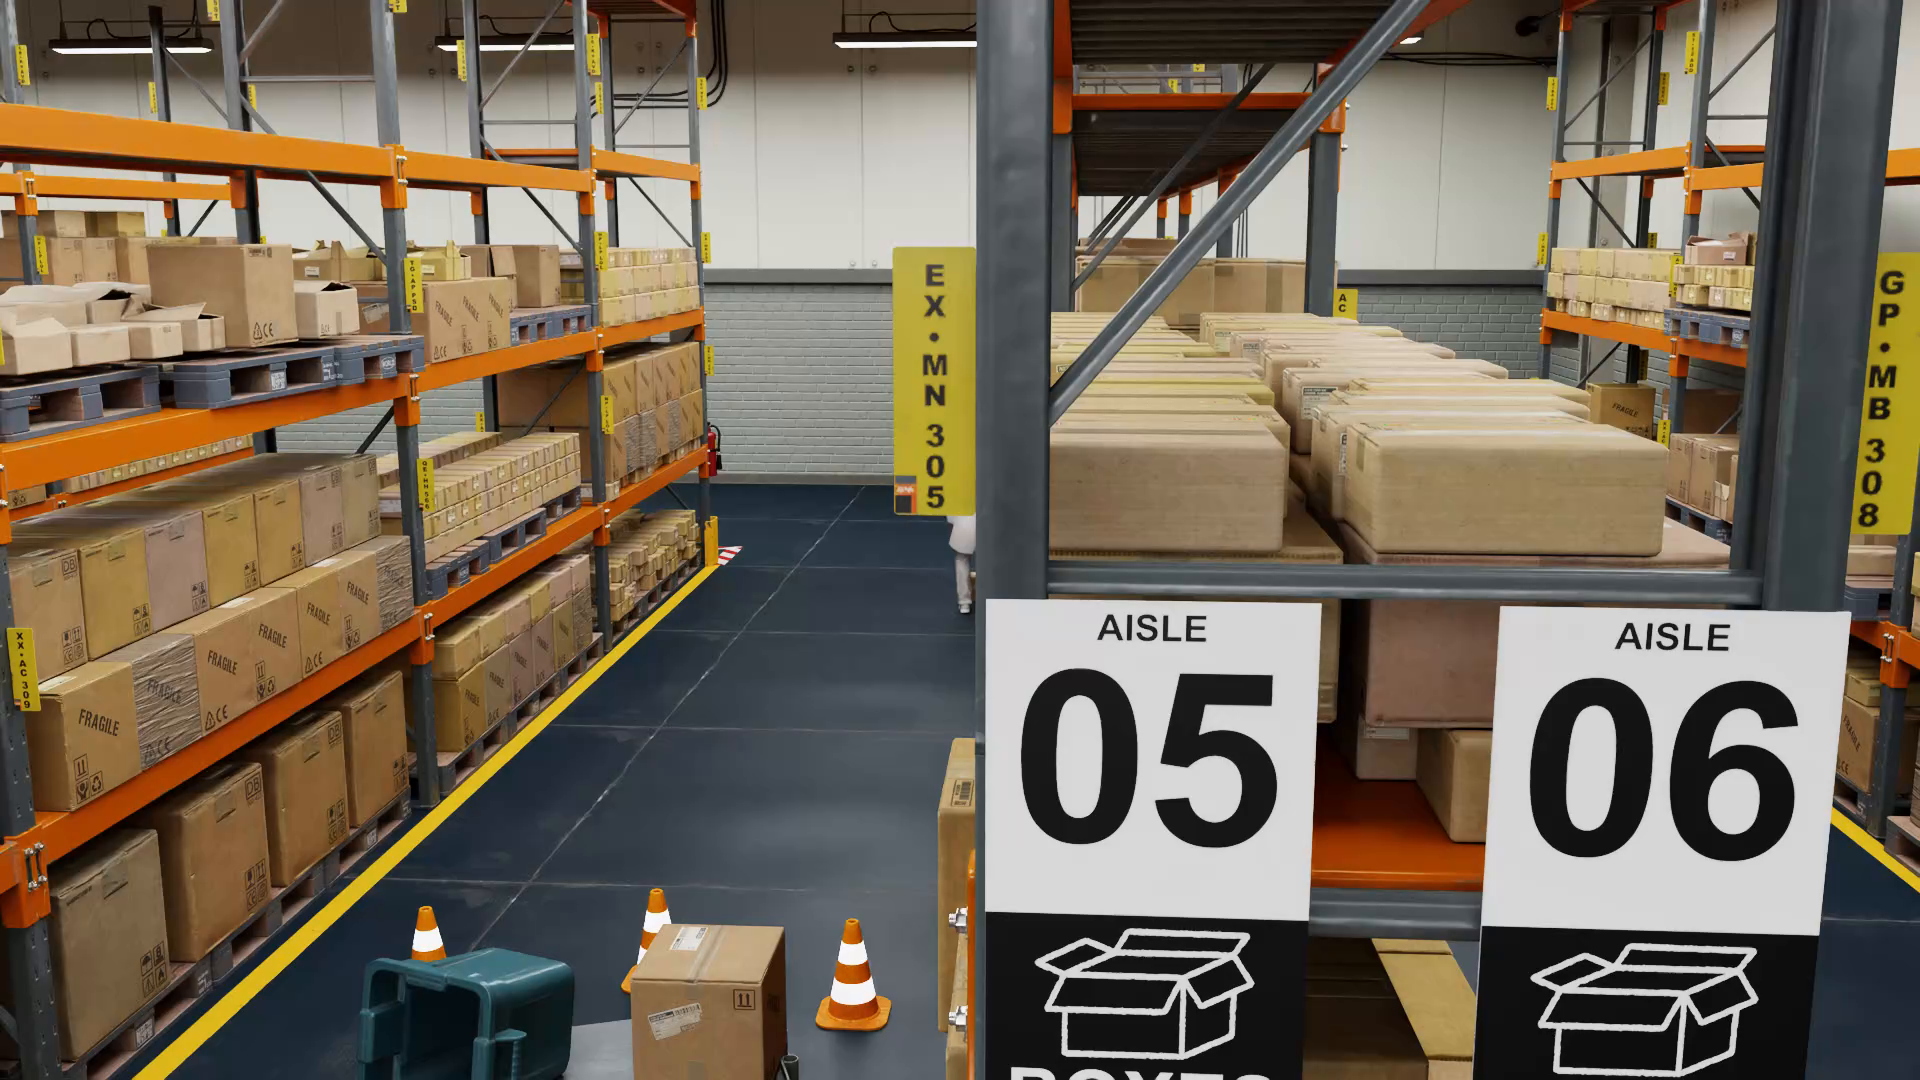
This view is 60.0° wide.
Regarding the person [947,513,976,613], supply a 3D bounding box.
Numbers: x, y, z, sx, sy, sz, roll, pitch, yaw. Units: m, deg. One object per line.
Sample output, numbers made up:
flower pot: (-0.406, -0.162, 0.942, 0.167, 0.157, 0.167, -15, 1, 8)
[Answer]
person: (0.143, -0.142, 15.990, 0.599, 1.694, 0.459, 1, 11, 5)
